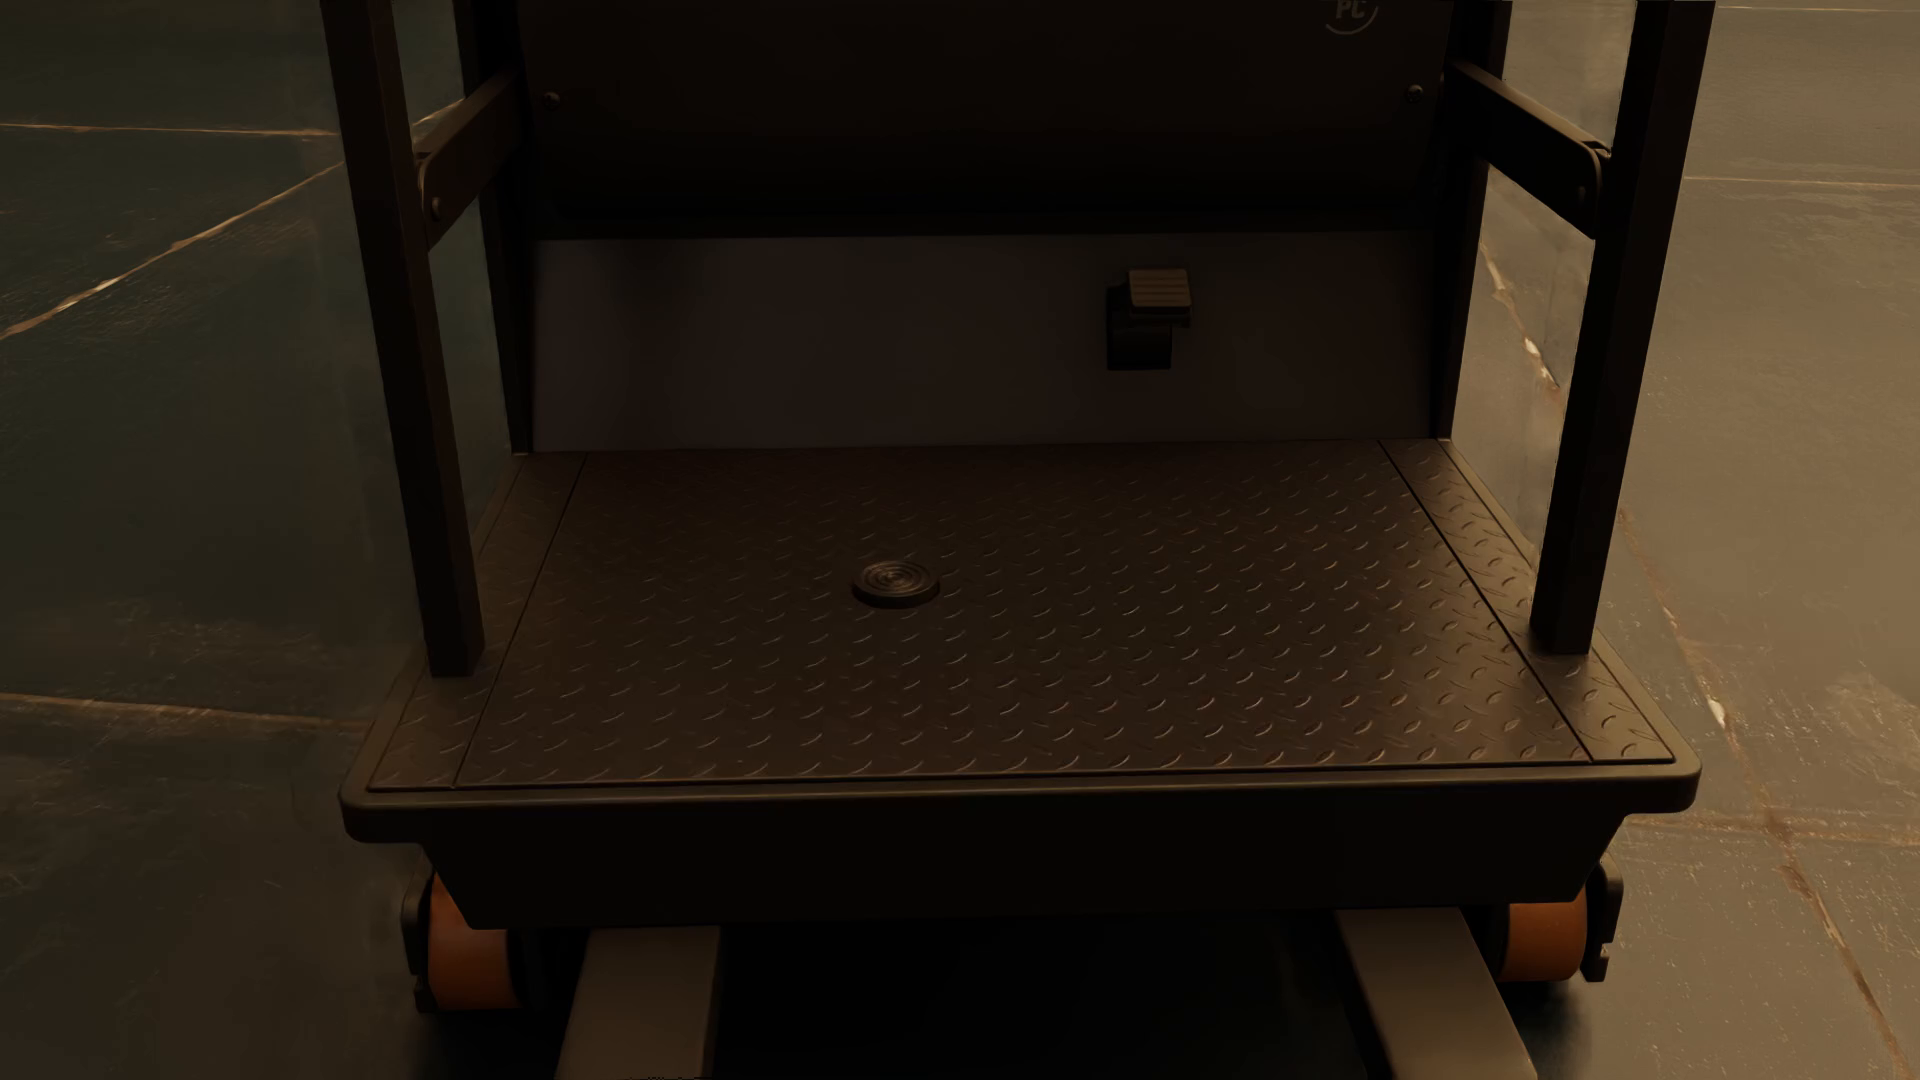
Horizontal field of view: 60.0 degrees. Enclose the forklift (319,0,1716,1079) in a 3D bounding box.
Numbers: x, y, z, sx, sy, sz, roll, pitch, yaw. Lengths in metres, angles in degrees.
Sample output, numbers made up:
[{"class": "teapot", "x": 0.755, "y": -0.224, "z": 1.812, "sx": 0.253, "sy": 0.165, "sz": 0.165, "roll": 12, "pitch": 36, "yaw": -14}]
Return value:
[{"class": "forklift", "x": 0.038, "y": -1.007, "z": 1.236, "sx": 1.130, "sy": 2.935, "sz": 3.031, "roll": -1, "pitch": 27, "yaw": -2}]
